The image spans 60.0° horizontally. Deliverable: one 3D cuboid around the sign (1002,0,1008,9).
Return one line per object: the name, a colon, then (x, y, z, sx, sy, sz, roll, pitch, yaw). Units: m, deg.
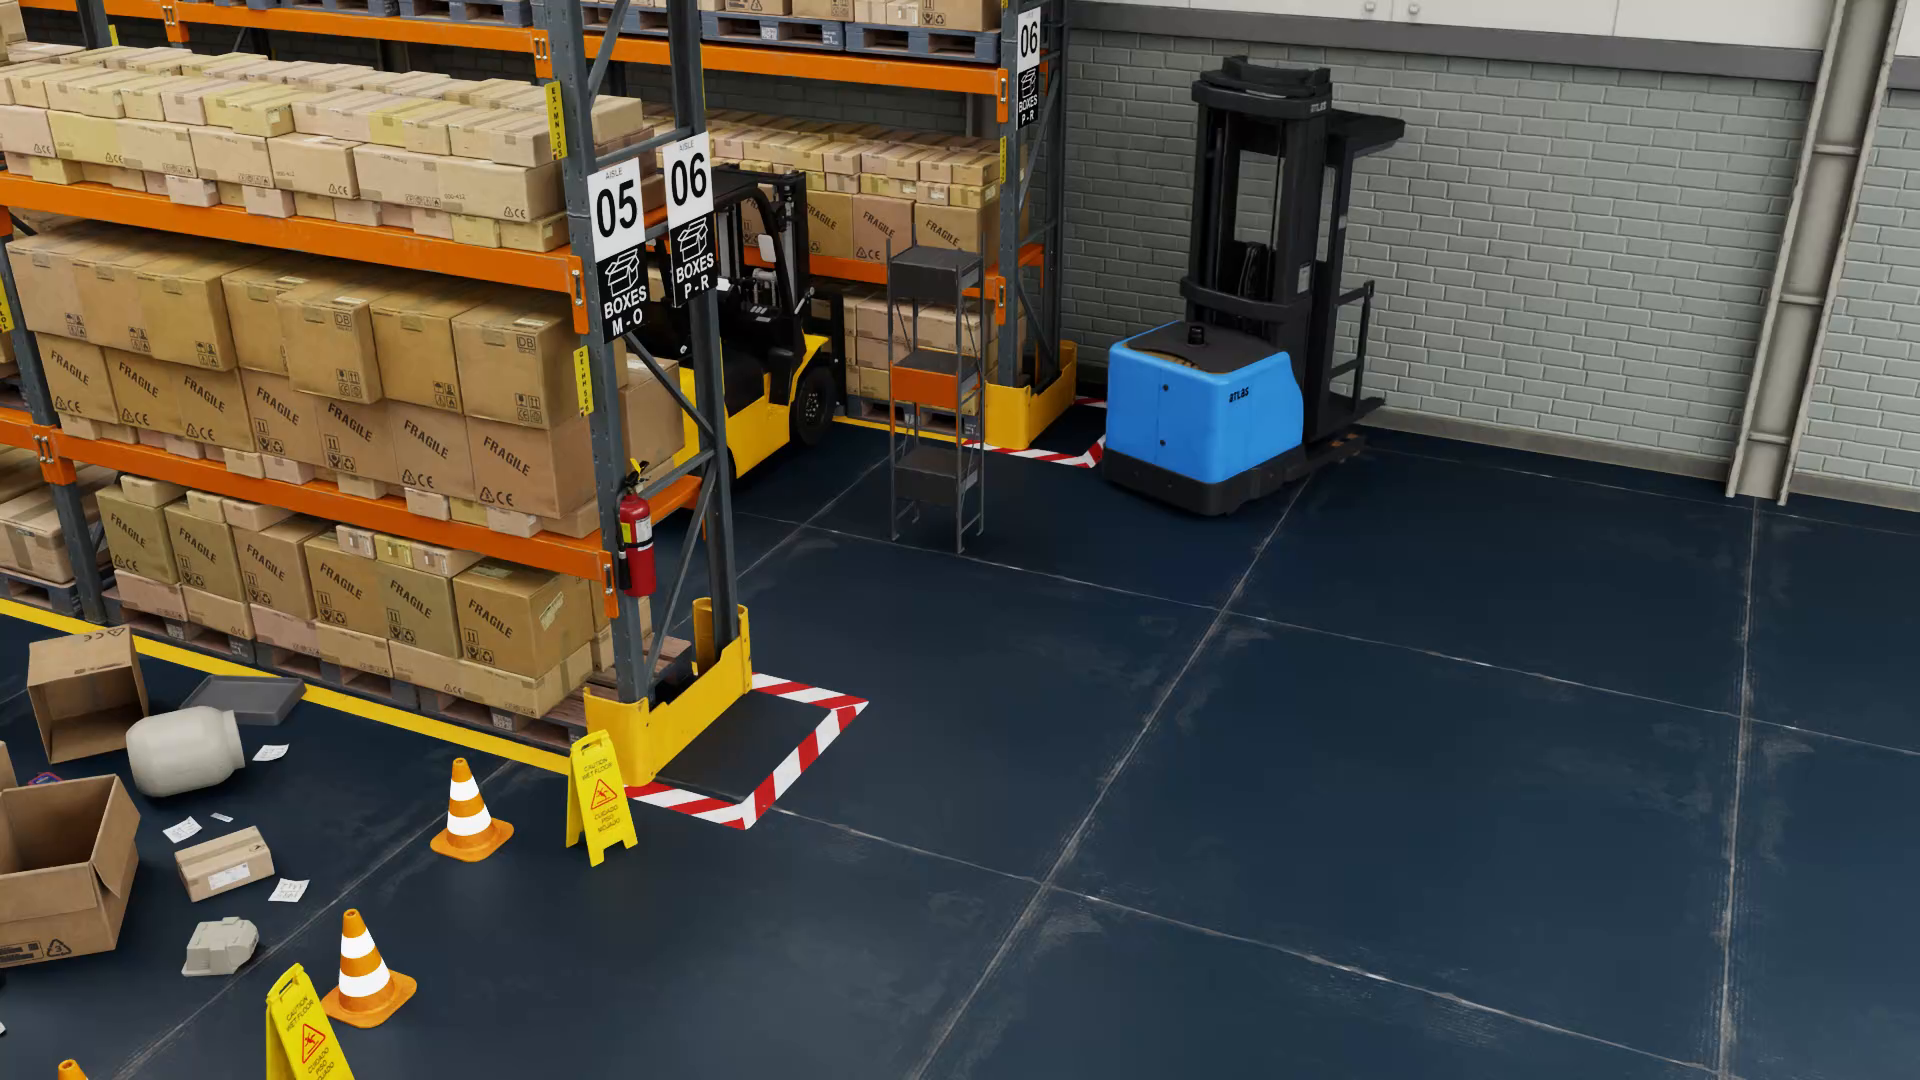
sign: (0.308, -3.785, 11.303, 0.005, 0.325, 0.100, 11, 28, 22)

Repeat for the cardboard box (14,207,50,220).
cardboard box: (-9.090, -3.189, 16.756, 0.500, 0.500, 0.500, 10, 28, 20)

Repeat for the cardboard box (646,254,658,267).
cardboard box: (-2.786, -2.213, 13.925, 0.500, 0.250, 0.500, 11, 28, 21)

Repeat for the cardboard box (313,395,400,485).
cardboard box: (-3.022, -0.650, 8.794, 0.500, 0.500, 0.500, 11, 28, 22)

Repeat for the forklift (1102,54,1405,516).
forklift: (2.427, -2.035, 12.135, 1.130, 2.935, 3.031, 24, 35, 39)

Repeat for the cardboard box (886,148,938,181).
cardboard box: (-0.355, -2.813, 12.453, 0.250, 0.149, 0.380, 12, 29, 23)

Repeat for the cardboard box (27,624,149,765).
cardboard box: (-4.735, 0.835, 9.055, 0.500, 0.500, 0.500, -12, 29, -23)

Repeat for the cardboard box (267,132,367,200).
cardboard box: (-3.015, -1.879, 8.178, 0.500, 0.250, 0.500, 12, 29, 23)

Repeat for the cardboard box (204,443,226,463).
cardboard box: (-4.021, -0.572, 9.370, 0.250, 0.149, 0.380, 11, 28, 22)

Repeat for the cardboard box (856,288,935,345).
cardboard box: (-0.470, -1.747, 12.977, 0.500, 0.250, 0.500, 12, 29, 23)

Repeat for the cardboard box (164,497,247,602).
cardboard box: (-4.230, -0.010, 9.732, 0.500, 0.500, 0.500, 13, 29, 24)

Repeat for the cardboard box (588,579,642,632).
cardboard box: (-2.148, 0.149, 9.409, 0.500, 0.500, 0.500, 10, 28, 20)

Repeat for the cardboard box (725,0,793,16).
cardboard box: (-1.366, -4.251, 12.458, 0.637, 0.503, 0.797, 12, 29, 23)

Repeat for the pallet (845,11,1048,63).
pallet: (-0.088, -3.739, 12.223, 1.213, 0.211, 1.003, 11, 28, 22)

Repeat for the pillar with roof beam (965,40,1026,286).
pillar with roof beam: (-1.498, -3.744, 8.736, 0.400, 9.000, 9.100, 11, 28, 22)

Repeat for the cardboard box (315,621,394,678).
cardboard box: (-3.300, 0.517, 9.510, 0.500, 0.250, 0.500, 10, 28, 20)

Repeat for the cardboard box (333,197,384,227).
cardboard box: (-2.864, -1.677, 8.218, 0.250, 0.149, 0.380, 11, 28, 21)

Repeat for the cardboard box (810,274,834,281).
cardboard box: (-1.185, -2.143, 13.782, 0.500, 0.250, 0.500, 11, 28, 21)

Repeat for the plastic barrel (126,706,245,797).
plastic barrel: (-4.013, 1.090, 8.626, 0.512, 0.421, 0.421, -12, 29, -23)

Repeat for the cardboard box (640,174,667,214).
cardboard box: (-1.674, -1.721, 8.308, 0.250, 0.149, 0.380, 11, 28, 22)

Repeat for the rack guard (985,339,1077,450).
rack guard: (0.567, -1.168, 13.125, 0.348, 0.500, 1.175, 11, 28, 22)

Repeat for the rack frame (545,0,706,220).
rack frame: (-1.506, -2.988, 7.202, 0.127, 3.000, 1.000, 11, 28, 22)

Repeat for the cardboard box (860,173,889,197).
cardboard box: (-0.563, -2.737, 12.635, 0.250, 0.149, 0.380, 11, 28, 21)

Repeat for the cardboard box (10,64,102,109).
cardboard box: (-4.747, -2.394, 8.773, 0.250, 0.149, 0.380, 12, 29, 23)

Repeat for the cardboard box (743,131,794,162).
cardboard box: (-1.489, -3.074, 12.984, 0.250, 0.149, 0.380, 11, 28, 22)

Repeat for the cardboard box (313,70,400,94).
cardboard box: (-3.117, -2.325, 8.633, 0.250, 0.149, 0.380, 12, 29, 23)

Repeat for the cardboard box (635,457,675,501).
cardboard box: (-1.730, -0.329, 8.877, 0.250, 0.149, 0.380, 11, 28, 22)

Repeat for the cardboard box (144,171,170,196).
cardboard box: (-4.028, -1.919, 8.711, 0.250, 0.149, 0.380, 10, 28, 20)

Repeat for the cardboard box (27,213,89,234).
cardboard box: (-5.429, -1.914, 10.152, 0.250, 0.149, 0.380, 11, 28, 22)

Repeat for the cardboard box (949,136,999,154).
cardboard box: (0.112, -2.984, 12.800, 0.250, 0.149, 0.380, 12, 29, 24)

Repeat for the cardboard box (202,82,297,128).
cardboard box: (-3.546, -2.179, 8.336, 0.250, 0.149, 0.380, 12, 29, 23)

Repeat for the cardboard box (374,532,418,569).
cardboard box: (-2.933, -0.008, 8.994, 0.250, 0.149, 0.380, 12, 29, 23)

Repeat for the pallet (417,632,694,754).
pallet: (-2.300, 0.778, 9.501, 1.213, 0.211, 1.003, 11, 28, 22)

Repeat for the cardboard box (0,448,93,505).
cardboard box: (-6.282, -0.263, 10.957, 0.625, 0.372, 0.950, 13, 29, 25)

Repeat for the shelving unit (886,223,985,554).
shelving unit: (-0.151, -0.972, 10.917, 0.503, 2.100, 0.431, 11, 28, 22)

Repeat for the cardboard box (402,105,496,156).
cardboard box: (-2.395, -1.933, 7.835, 0.250, 0.149, 0.380, 11, 28, 21)

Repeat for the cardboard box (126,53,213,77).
cardboard box: (-4.300, -2.549, 9.086, 0.250, 0.149, 0.380, 12, 29, 23)

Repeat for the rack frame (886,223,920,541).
rack frame: (-0.373, -1.017, 11.008, 0.015, 2.100, 0.400, 11, 28, 22)

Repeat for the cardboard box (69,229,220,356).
cardboard box: (-4.381, -1.385, 9.155, 0.500, 0.500, 0.700, 12, 28, 22)

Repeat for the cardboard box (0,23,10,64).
cardboard box: (-5.728, -2.774, 9.291, 0.500, 0.250, 0.500, 12, 29, 23)

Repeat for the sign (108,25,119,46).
sign: (-4.930, -2.825, 9.681, 0.005, 0.325, 0.100, 11, 28, 22)

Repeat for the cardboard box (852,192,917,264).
cardboard box: (-0.480, -2.421, 12.728, 0.500, 0.500, 0.500, 12, 29, 23)

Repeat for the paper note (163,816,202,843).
paper note: (-3.902, 1.452, 8.348, 0.142, 0.019, 0.148, 23, 35, 39)

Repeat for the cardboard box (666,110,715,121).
cardboard box: (-2.223, -3.452, 13.750, 0.250, 0.149, 0.380, 11, 28, 21)

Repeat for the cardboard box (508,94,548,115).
cardboard box: (-1.981, -2.074, 8.123, 0.250, 0.149, 0.380, 11, 28, 22)

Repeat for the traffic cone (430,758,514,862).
traffic cone: (-2.431, 1.281, 8.193, 0.334, 0.463, 0.336, 11, 28, 22)

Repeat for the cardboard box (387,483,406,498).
cardboard box: (-2.858, -0.362, 8.943, 0.250, 0.149, 0.380, 12, 29, 23)

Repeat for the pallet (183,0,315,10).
pallet: (-6.082, -4.929, 14.753, 1.003, 0.211, 1.213, 13, 29, 24)

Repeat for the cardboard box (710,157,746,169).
cardboard box: (-1.761, -2.951, 13.070, 0.250, 0.149, 0.380, 10, 28, 20)

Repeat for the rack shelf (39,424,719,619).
rack shelf: (-3.327, -0.340, 9.428, 4.000, 0.370, 1.077, 11, 28, 22)

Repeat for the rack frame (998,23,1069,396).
rack frame: (0.545, -2.293, 12.582, 0.127, 3.000, 1.000, 11, 28, 22)

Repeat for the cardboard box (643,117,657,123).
cardboard box: (-2.646, -3.312, 13.467, 0.250, 0.149, 0.380, 12, 29, 23)

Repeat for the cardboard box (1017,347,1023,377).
cardboard box: (0.179, -1.417, 13.439, 0.500, 0.250, 0.500, 11, 28, 22)

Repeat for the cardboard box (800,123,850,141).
cardboard box: (-1.068, -3.204, 13.248, 0.250, 0.149, 0.380, 12, 28, 22)

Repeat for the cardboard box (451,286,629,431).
cardboard box: (-2.061, -0.929, 8.229, 0.500, 0.500, 0.700, 11, 28, 21)
